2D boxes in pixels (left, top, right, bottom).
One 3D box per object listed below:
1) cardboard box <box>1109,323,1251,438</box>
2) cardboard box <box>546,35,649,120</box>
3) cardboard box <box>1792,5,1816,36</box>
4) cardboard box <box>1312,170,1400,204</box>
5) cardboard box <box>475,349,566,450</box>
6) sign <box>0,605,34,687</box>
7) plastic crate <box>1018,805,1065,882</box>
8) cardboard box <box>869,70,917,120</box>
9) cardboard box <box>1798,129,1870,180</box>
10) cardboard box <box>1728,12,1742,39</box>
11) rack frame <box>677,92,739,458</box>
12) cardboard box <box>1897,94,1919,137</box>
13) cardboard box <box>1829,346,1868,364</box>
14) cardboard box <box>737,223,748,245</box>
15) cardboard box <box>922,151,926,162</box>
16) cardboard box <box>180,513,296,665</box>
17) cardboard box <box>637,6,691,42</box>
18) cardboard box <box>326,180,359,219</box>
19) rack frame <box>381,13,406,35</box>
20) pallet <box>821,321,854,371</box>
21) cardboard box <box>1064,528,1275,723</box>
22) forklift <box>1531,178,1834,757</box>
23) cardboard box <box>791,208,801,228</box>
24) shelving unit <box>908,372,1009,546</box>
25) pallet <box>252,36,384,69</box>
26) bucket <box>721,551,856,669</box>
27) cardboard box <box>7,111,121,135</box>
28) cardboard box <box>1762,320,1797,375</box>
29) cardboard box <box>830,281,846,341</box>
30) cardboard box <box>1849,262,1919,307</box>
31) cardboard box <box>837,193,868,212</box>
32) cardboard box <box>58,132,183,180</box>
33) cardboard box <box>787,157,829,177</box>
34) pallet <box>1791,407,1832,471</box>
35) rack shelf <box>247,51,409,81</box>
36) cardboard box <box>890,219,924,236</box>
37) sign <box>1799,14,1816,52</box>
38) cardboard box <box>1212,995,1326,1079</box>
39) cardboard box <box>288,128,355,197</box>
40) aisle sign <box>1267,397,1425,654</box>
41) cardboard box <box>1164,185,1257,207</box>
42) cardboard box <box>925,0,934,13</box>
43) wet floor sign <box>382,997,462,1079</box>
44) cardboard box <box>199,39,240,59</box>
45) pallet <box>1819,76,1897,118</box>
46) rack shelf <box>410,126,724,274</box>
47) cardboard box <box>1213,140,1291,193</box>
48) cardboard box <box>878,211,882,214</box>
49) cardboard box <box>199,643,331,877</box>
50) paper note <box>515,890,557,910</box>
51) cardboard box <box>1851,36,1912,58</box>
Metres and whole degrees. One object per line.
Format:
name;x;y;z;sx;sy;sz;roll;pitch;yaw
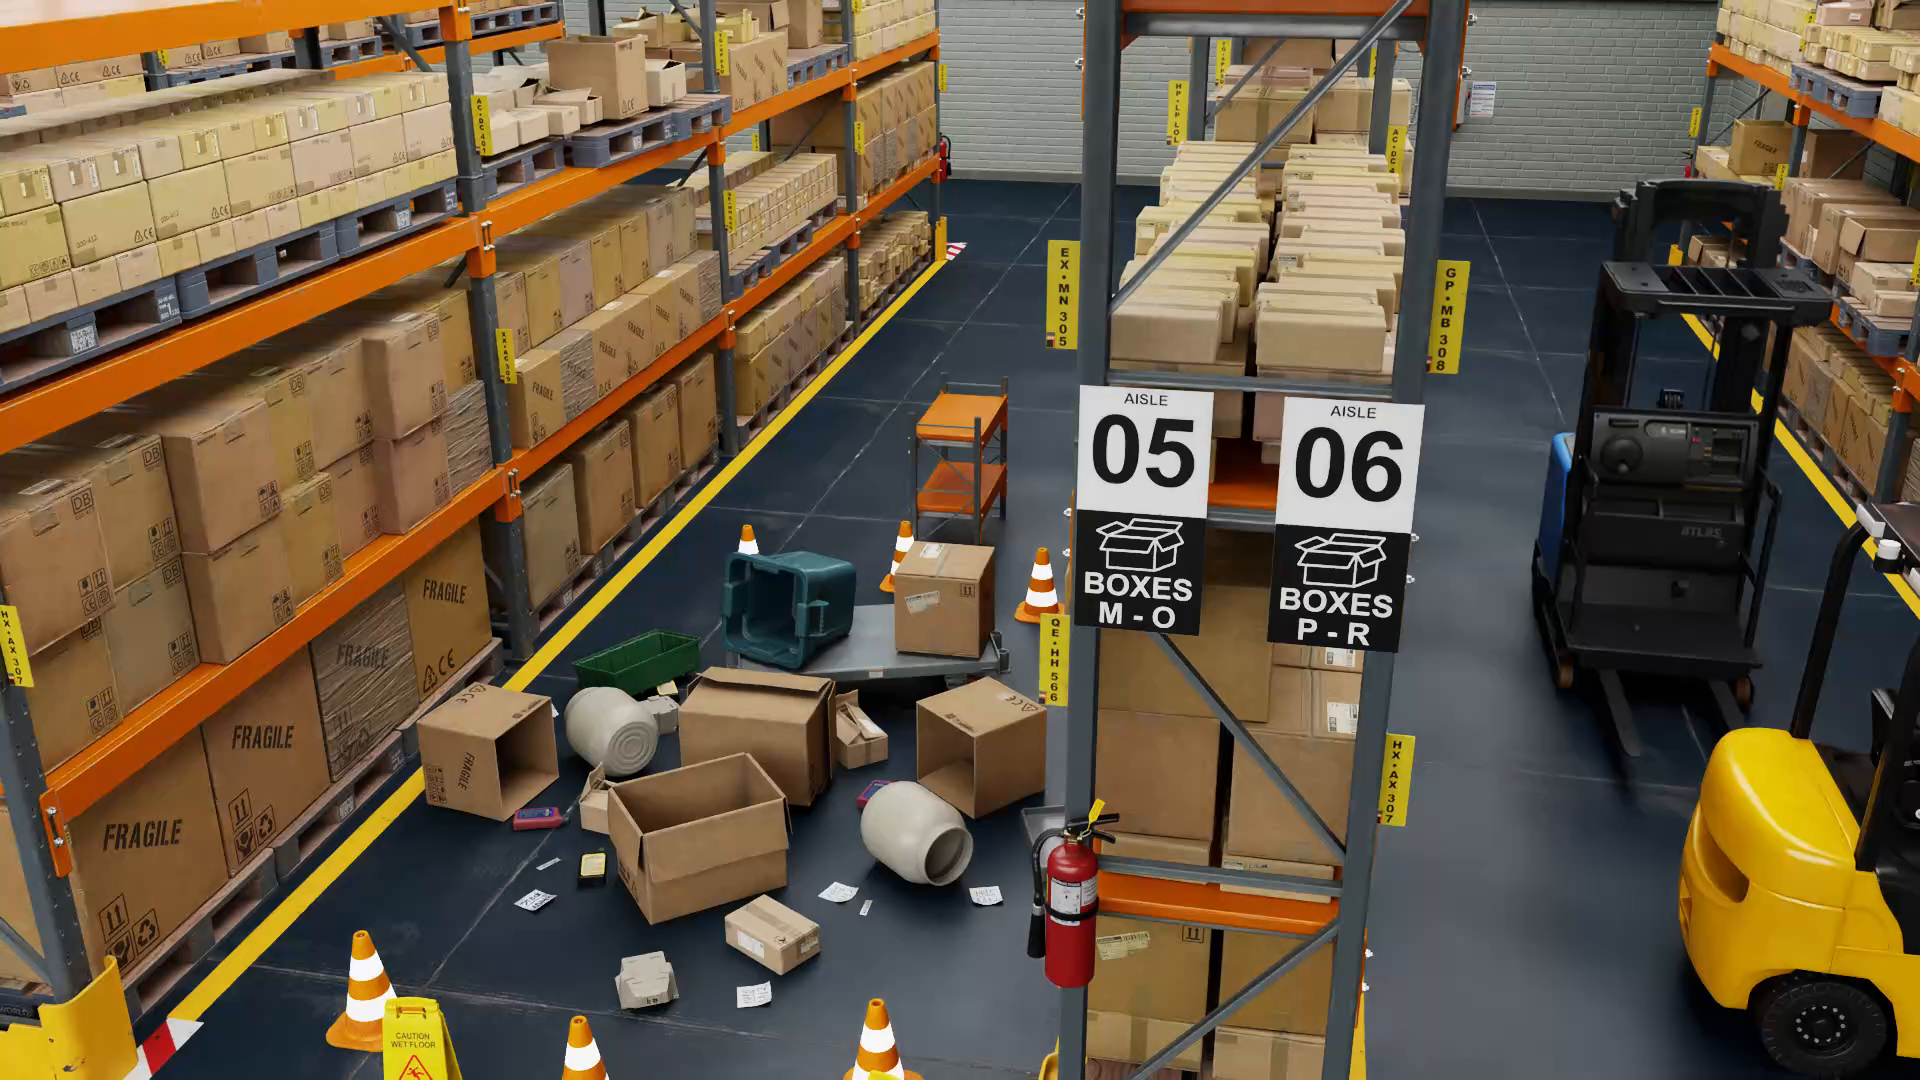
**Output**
cardboard box;0.688;-0.543;5.475;0.500;0.250;0.500;4;22;10
cardboard box;-2.467;-3.164;11.350;0.500;0.500;0.500;4;22;11
cardboard box;8.024;-4.782;15.331;0.500;0.250;0.500;5;22;11
cardboard box;1.770;-1.557;7.458;0.380;0.149;0.250;5;22;12
cardboard box;-2.832;-0.897;10.433;0.500;0.500;0.500;5;22;12
sign;-3.477;0.390;6.106;0.100;0.325;0.005;4;22;11
plastic crate;0.541;1.527;8.455;0.402;0.080;0.583;-3;22;-8
cardboard box;-0.805;-5.154;19.264;0.500;0.500;0.500;6;23;14
cardboard box;8.721;-3.828;16.643;0.500;0.500;0.500;4;22;9
cardboard box;8.531;-5.481;17.736;0.500;0.250;0.500;5;22;12
rack frame;-2.386;-2.142;13.657;1.000;3.000;0.127;4;22;11
cardboard box;7.309;-3.137;12.312;0.500;0.250;0.500;5;22;11
cardboard box;7.591;-1.530;14.052;0.380;0.149;0.250;5;22;11
cardboard box;-2.038;-2.619;14.218;0.380;0.149;0.250;6;23;13
cardboard box;-0.631;-4.723;20.401;0.380;0.149;0.250;4;22;11
cardboard box;-3.659;0.177;7.698;0.875;0.550;0.550;4;22;11
cardboard box;-2.468;-4.291;13.820;0.396;0.266;0.258;4;22;11
cardboard box;-3.171;-1.666;8.101;0.380;0.149;0.250;5;22;12
rack frame;-6.405;-6.803;17.199;1.000;3.000;0.127;4;22;11
pallet;-1.728;-2.027;17.103;1.003;0.211;1.213;4;22;11
cardboard box;0.738;0.272;5.792;0.700;0.500;0.500;4;22;10
forklift;4.221;-0.528;9.741;1.130;2.935;3.031;5;22;11
cardboard box;-1.720;-3.046;15.676;0.380;0.149;0.250;5;23;13
shelving unit;0.001;-0.524;12.150;0.538;1.125;1.048;4;22;11
pallet;-6.544;-4.984;16.954;0.805;0.209;1.217;4;22;9
bucket;-0.973;0.360;9.793;0.726;0.611;0.620;13;15;29
cardboard box;-3.971;-1.809;7.388;0.380;0.149;0.250;5;22;11
cardboard box;7.837;-1.763;15.500;0.500;0.500;0.500;5;23;13
cardboard box;-1.475;-2.350;16.958;0.500;0.500;0.500;4;22;10
cardboard box;7.238;-1.960;12.845;0.500;0.250;0.500;3;22;8
cardboard box;-1.192;-3.567;17.532;0.380;0.149;0.250;5;23;13
cardboard box;-3.431;-1.572;6.799;0.380;0.149;0.250;4;22;10
cardboard box;-1.515;-3.699;16.501;0.380;0.149;0.250;4;22;9
pallet;7.781;-0.846;14.172;1.003;0.211;1.213;4;22;11
rack shelf;-6.813;-4.346;16.078;1.077;0.370;4.000;4;22;11
cardboard box;-0.650;-3.811;20.260;0.380;0.149;0.250;4;22;10
sign;7.623;-4.557;14.947;0.100;0.325;0.005;4;22;11
cardboard box;1.283;1.931;6.663;0.500;0.250;0.500;4;22;10
cardboard box;-3.259;-1.813;7.931;0.500;0.250;0.500;4;22;10
aisle sign;1.138;-0.036;4.947;0.394;0.787;0.004;4;22;11
cardboard box;1.068;-1.413;7.100;0.380;0.149;0.250;4;22;10
cardboard box;-0.599;-6.434;19.830;0.500;0.250;0.500;4;22;9
wet floor sign;-2.086;2.037;6.431;0.267;0.644;0.232;1;22;2
cardboard box;-7.077;-4.741;15.398;0.500;0.500;0.500;6;23;14
pallet;7.746;-3.579;13.462;1.213;0.211;1.003;4;22;11
rack shelf;-2.795;-2.468;11.415;1.077;0.370;4.000;4;22;11
cardboard box;1.641;-2.080;9.127;0.500;0.250;0.500;4;22;10
cardboard box;-1.194;-4.051;20.853;0.380;0.149;0.250;3;22;8
cardboard box;-3.768;0.999;8.139;0.875;0.875;0.875;4;22;10
paper note;-2.045;1.733;8.012;0.144;0.017;0.142;13;25;29
cardboard box;7.470;-3.989;13.471;0.380;0.149;0.250;5;22;11
